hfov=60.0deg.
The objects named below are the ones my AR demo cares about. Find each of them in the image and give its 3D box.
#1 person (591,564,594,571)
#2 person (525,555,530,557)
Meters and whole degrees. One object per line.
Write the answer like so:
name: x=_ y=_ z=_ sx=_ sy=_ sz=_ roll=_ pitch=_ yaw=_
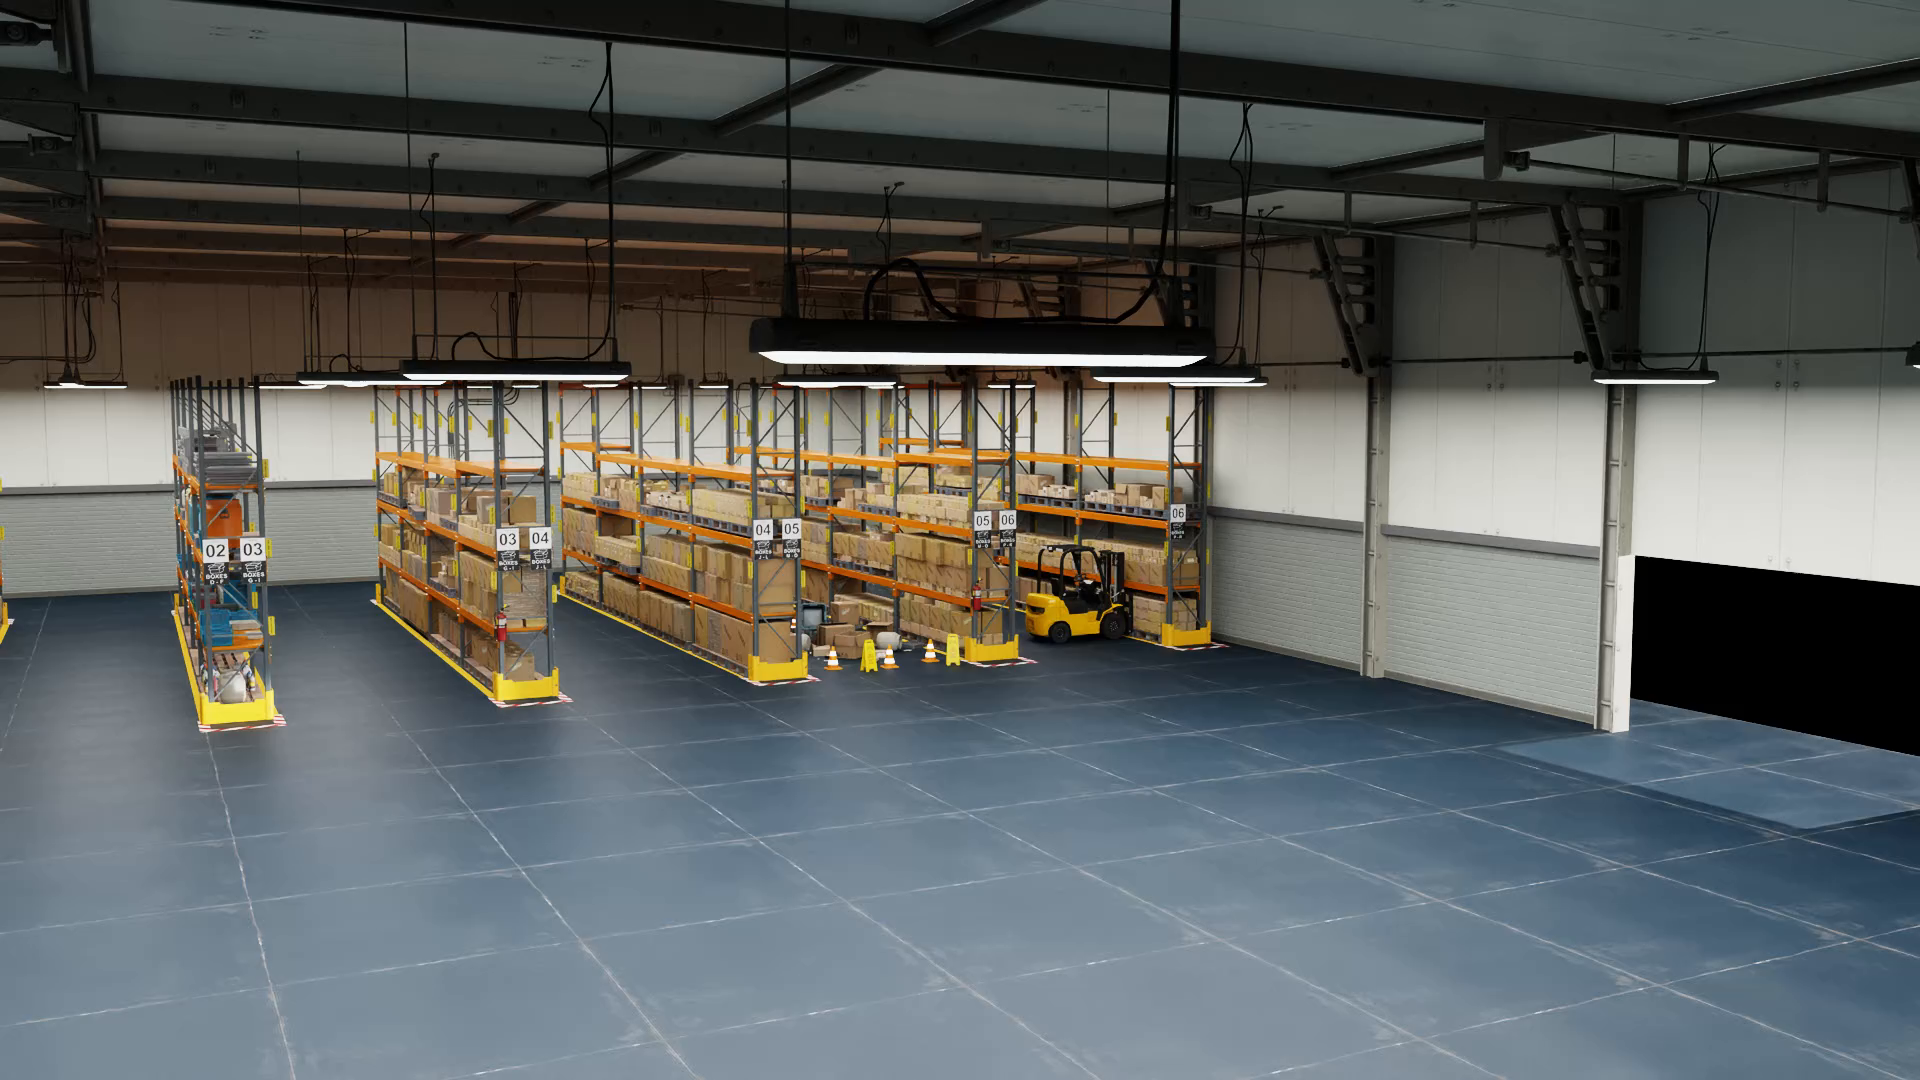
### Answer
person: x=-10.574 y=0.540 z=48.657 sx=0.627 sy=1.695 sz=0.558 roll=0 pitch=5 yaw=5
person: x=-11.604 y=0.851 z=45.134 sx=0.627 sy=1.751 sz=0.770 roll=-3 pitch=6 yaw=-26
